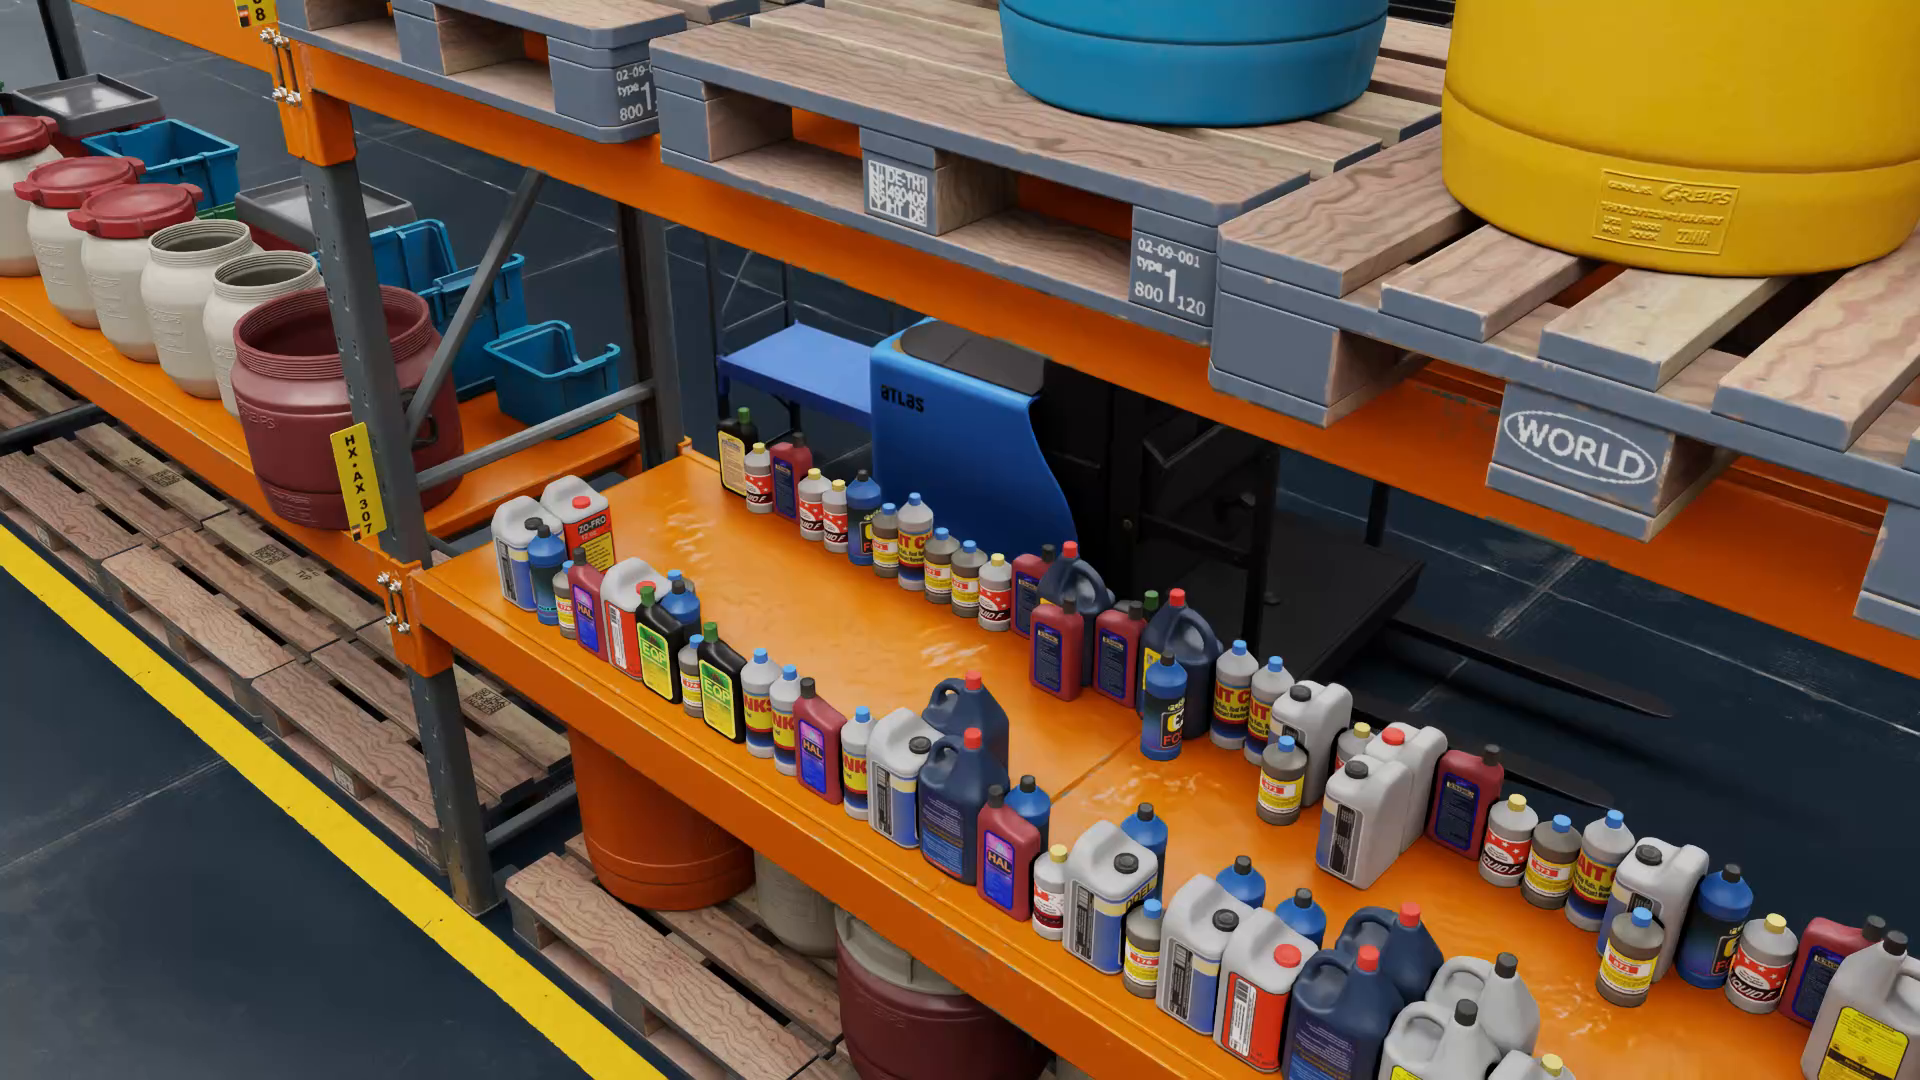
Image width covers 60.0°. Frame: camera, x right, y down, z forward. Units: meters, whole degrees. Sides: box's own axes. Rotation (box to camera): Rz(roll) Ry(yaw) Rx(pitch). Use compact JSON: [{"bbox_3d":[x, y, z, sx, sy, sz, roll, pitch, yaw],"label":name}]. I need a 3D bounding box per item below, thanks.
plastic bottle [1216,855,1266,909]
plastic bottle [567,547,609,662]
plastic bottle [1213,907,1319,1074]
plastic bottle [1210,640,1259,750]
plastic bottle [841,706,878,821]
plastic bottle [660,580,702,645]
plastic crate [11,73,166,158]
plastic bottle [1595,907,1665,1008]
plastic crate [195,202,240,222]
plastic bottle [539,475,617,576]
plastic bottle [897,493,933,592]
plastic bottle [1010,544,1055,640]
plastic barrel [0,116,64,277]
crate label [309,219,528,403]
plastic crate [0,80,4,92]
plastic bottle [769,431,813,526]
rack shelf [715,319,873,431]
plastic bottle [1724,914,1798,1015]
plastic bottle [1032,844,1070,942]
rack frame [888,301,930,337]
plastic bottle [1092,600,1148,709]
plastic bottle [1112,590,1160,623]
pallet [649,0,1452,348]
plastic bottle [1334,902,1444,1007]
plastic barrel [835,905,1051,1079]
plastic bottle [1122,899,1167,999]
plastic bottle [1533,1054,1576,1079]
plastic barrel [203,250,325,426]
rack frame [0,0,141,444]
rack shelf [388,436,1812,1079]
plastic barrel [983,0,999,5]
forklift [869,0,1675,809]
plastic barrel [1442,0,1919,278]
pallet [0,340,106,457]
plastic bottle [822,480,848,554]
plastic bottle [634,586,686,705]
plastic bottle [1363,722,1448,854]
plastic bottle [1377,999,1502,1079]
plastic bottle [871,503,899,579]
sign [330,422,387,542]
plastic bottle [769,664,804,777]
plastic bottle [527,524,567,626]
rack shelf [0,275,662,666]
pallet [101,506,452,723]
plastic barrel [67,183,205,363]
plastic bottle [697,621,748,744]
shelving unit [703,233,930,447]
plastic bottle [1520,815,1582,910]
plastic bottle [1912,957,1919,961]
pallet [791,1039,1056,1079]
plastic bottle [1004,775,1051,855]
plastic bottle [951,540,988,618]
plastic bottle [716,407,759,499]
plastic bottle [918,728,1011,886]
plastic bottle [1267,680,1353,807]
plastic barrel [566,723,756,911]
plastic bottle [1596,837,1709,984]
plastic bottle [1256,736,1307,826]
[{"bbox_3d":[0.543,0.730,3.254,0.097,0.271,0.097,0,31,0],"label":"plastic bottle"},{"bbox_3d":[-0.922,0.159,4.190,0.133,0.283,0.061,25,39,35],"label":"plastic bottle"},{"bbox_3d":[0.573,0.828,3.086,0.135,0.276,0.152,25,39,35],"label":"plastic bottle"},{"bbox_3d":[0.641,0.353,3.880,0.097,0.271,0.097,0,31,0],"label":"plastic bottle"},{"bbox_3d":[-0.211,0.483,3.663,0.097,0.271,0.097,0,31,0],"label":"plastic bottle"},{"bbox_3d":[-0.684,0.221,4.100,0.097,0.271,0.097,0,31,0],"label":"plastic bottle"},{"bbox_3d":[-3.640,-1.657,7.031,0.583,0.464,0.402,25,39,35],"label":"plastic crate"},{"bbox_3d":[1.298,0.796,3.212,0.097,0.201,0.097,0,31,0],"label":"plastic bottle"},{"bbox_3d":[-2.724,-1.094,6.365,0.662,0.188,0.450,25,39,35],"label":"plastic crate"},{"bbox_3d":[-1.033,-0.027,4.507,0.135,0.276,0.152,25,39,35],"label":"plastic bottle"},{"bbox_3d":[-0.120,-0.002,4.469,0.097,0.271,0.097,0,31,0],"label":"plastic bottle"},{"bbox_3d":[0.195,0.127,4.244,0.133,0.283,0.061,25,39,35],"label":"plastic bottle"},{"bbox_3d":[-3.643,-1.323,6.407,0.433,0.535,0.433,0,31,0],"label":"plastic barrel"},{"bbox_3d":[-1.794,-0.758,5.566,0.616,0.435,0.502,25,39,35],"label":"crate label"},{"bbox_3d":[-5.022,-2.167,8.146,0.662,0.188,0.450,25,39,35],"label":"plastic crate"},{"bbox_3d":[-0.482,-0.189,4.768,0.133,0.283,0.061,25,39,35],"label":"plastic bottle"},{"bbox_3d":[-0.522,-0.678,7.271,1.000,0.185,0.538,22,37,32],"label":"rack shelf"},{"bbox_3d":[1.544,0.805,3.197,0.097,0.201,0.097,0,31,0],"label":"plastic bottle"},{"bbox_3d":[0.197,0.704,3.365,0.097,0.201,0.097,0,31,0],"label":"plastic bottle"},{"bbox_3d":[-0.120,-0.671,6.911,0.032,1.500,0.500,22,37,32],"label":"rack frame"},{"bbox_3d":[0.390,0.260,4.022,0.133,0.283,0.061,25,39,35],"label":"plastic bottle"},{"bbox_3d":[0.431,0.237,4.061,0.133,0.283,0.061,25,39,35],"label":"plastic bottle"},{"bbox_3d":[0.237,-0.740,2.846,1.213,0.211,1.003,25,39,35],"label":"pallet"},{"bbox_3d":[0.785,0.798,3.064,0.185,0.351,0.144,25,39,35],"label":"plastic bottle"},{"bbox_3d":[-0.028,1.112,4.426,0.708,0.588,0.600,25,39,35],"label":"plastic barrel"},{"bbox_3d":[0.369,0.784,3.232,0.097,0.201,0.097,0,31,0],"label":"plastic bottle"},{"bbox_3d":[1.017,0.981,2.905,0.097,0.201,0.097,0,31,0],"label":"plastic bottle"},{"bbox_3d":[-2.145,-0.618,5.259,0.421,0.512,0.421,0,31,0],"label":"plastic barrel"},{"bbox_3d":[-4.205,-1.680,7.132,0.127,3.000,1.000,25,39,35],"label":"rack frame"},{"bbox_3d":[0.244,0.705,3.868,4.000,0.370,1.077,25,39,35],"label":"rack shelf"},{"bbox_3d":[0.177,-1.263,2.992,0.433,0.535,0.433,0,31,0],"label":"plastic barrel"},{"bbox_3d":[1.108,-0.812,5.757,3.031,2.935,1.130,22,37,32],"label":"forklift"},{"bbox_3d":[0.914,-0.695,1.998,0.600,0.588,0.600,0,31,0],"label":"plastic barrel"},{"bbox_3d":[-4.675,-0.733,8.264,1.213,0.211,1.003,25,39,35],"label":"pallet"},{"bbox_3d":[-0.336,-0.073,4.655,0.097,0.201,0.097,0,31,0],"label":"plastic bottle"},{"bbox_3d":[-0.723,0.252,4.036,0.133,0.283,0.061,25,39,35],"label":"plastic bottle"},{"bbox_3d":[0.953,0.516,3.605,0.135,0.276,0.152,25,39,35],"label":"plastic bottle"},{"bbox_3d":[0.826,0.917,2.866,0.185,0.351,0.144,25,39,35],"label":"plastic bottle"},{"bbox_3d":[-0.192,-0.005,4.543,0.097,0.201,0.097,0,31,0],"label":"plastic bottle"},{"bbox_3d":[-1.603,-0.152,4.437,0.005,0.325,0.100,25,39,35],"label":"sign"},{"bbox_3d":[-0.382,0.404,3.796,0.097,0.271,0.097,0,31,0],"label":"plastic bottle"},{"bbox_3d":[-1.067,0.084,4.327,0.097,0.271,0.097,0,31,0],"label":"plastic bottle"},{"bbox_3d":[-2.722,-0.679,6.168,4.000,0.370,1.077,25,39,35],"label":"rack shelf"},{"bbox_3d":[-2.688,0.194,6.723,1.213,0.211,1.003,25,39,35],"label":"pallet"},{"bbox_3d":[-2.778,-0.919,5.737,0.433,0.535,0.433,0,31,0],"label":"plastic barrel"},{"bbox_3d":[-0.552,0.332,3.904,0.133,0.283,0.061,25,39,35],"label":"plastic bottle"},{"bbox_3d":[-0.522,-0.832,7.178,1.048,1.500,0.538,22,37,32],"label":"shelving unit"},{"bbox_3d":[1.228,0.657,3.442,0.097,0.201,0.097,0,31,0],"label":"plastic bottle"},{"bbox_3d":[1.741,0.849,3.045,0.133,0.283,0.061,25,39,35],"label":"plastic bottle"},{"bbox_3d":[0.274,1.579,4.423,1.213,0.211,1.003,25,39,35],"label":"pallet"},{"bbox_3d":[0.139,0.604,3.462,0.097,0.271,0.097,0,31,0],"label":"plastic bottle"},{"bbox_3d":[0.025,0.096,4.376,0.097,0.201,0.097,0,31,0],"label":"plastic bottle"},{"bbox_3d":[-0.653,-0.268,4.901,0.133,0.283,0.061,25,39,35],"label":"plastic bottle"},{"bbox_3d":[0.009,0.536,3.499,0.185,0.351,0.144,25,39,35],"label":"plastic bottle"},{"bbox_3d":[0.781,0.436,3.738,0.135,0.276,0.152,25,39,35],"label":"plastic bottle"},{"bbox_3d":[-0.865,0.617,5.013,0.708,0.830,0.600,25,39,35],"label":"plastic barrel"},{"bbox_3d":[1.368,0.710,3.283,0.135,0.276,0.152,25,39,35],"label":"plastic bottle"},{"bbox_3d":[0.711,0.522,3.668,0.097,0.201,0.097,0,31,0],"label":"plastic bottle"}]
